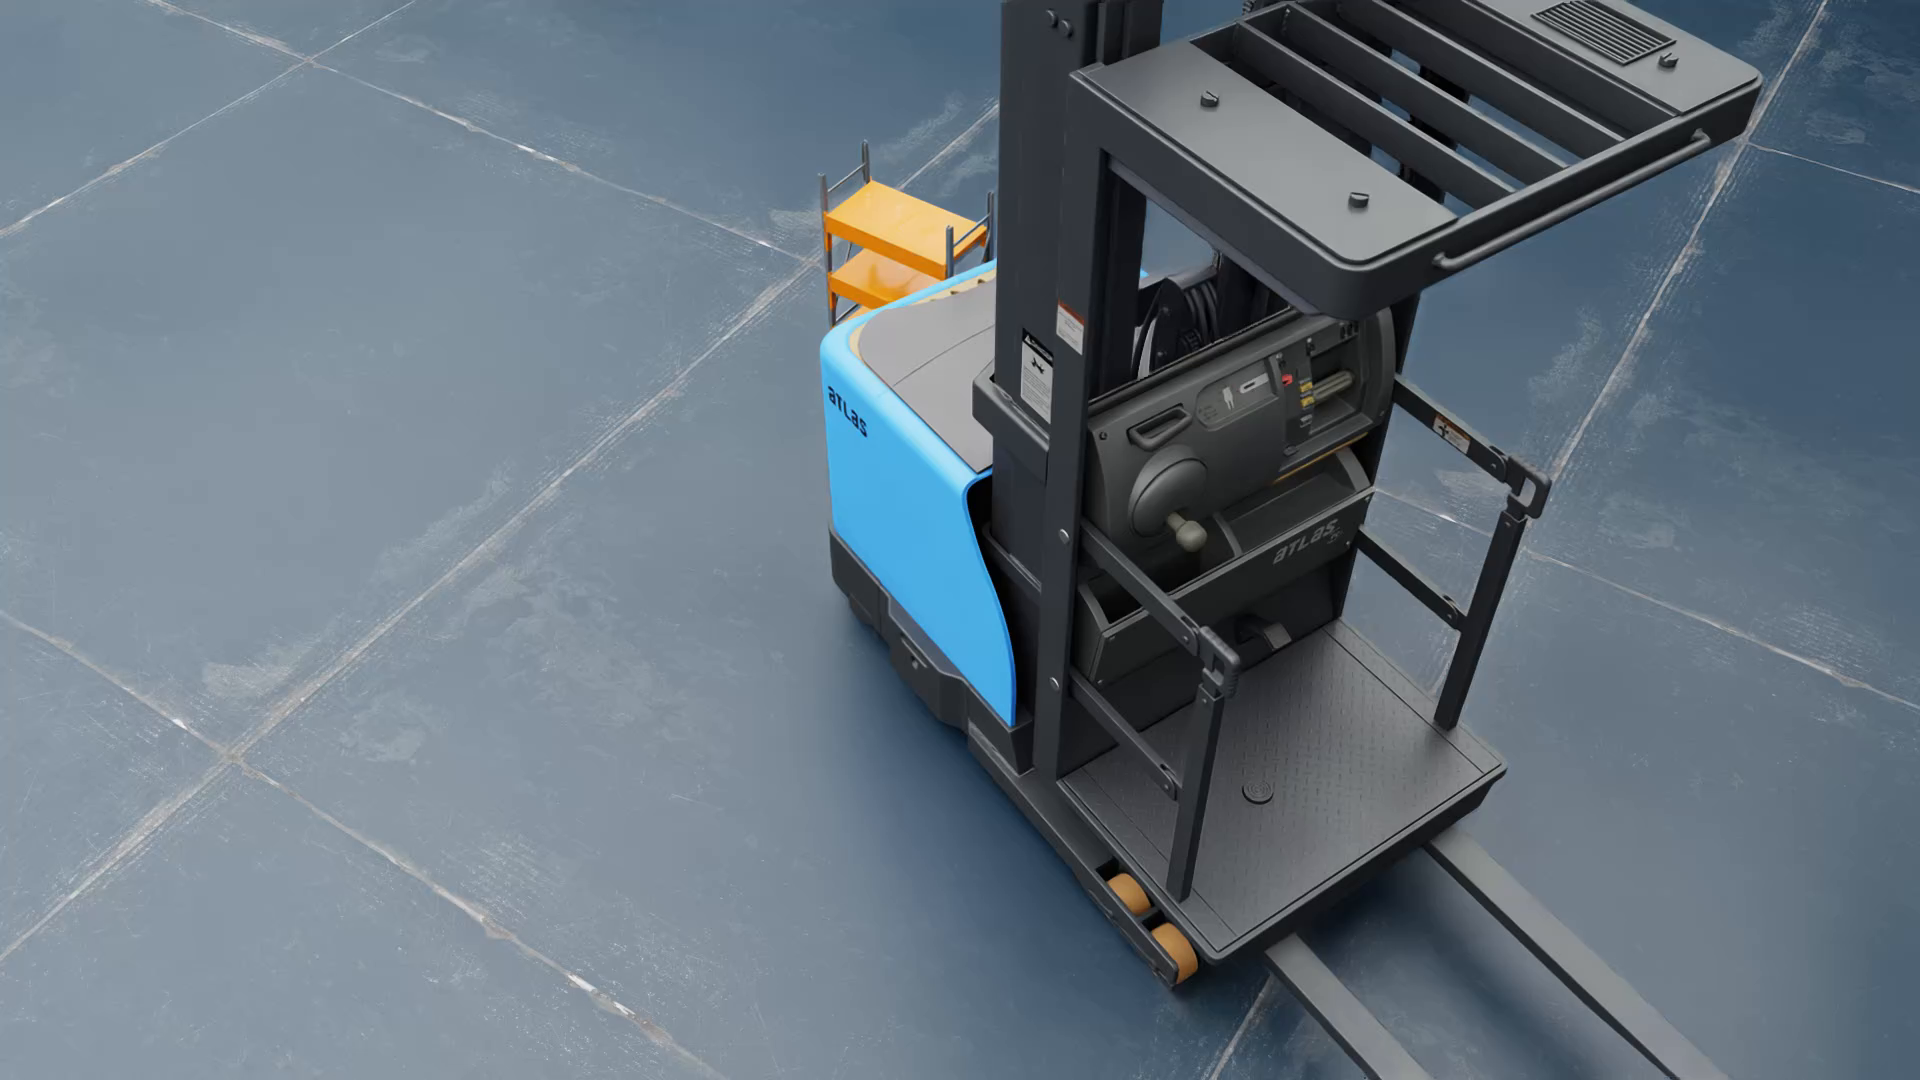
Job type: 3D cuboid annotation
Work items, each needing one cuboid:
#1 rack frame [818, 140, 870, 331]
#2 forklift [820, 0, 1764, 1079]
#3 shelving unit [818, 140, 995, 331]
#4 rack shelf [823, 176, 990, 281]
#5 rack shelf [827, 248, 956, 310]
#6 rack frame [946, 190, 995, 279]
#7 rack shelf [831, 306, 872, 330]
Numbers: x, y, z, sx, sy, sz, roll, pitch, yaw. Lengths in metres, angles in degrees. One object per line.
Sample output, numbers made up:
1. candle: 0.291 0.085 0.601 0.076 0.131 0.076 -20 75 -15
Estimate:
1. rack frame: -0.367 -0.789 5.680 0.015 1.200 0.240 27 52 24
2. forklift: 0.824 -0.205 3.905 1.130 2.935 3.031 -26 51 -23
3. shelving unit: -0.168 -0.689 5.582 0.503 1.200 0.258 27 52 24
4. rack shelf: -0.168 -0.962 5.301 0.480 0.148 0.258 27 52 24
5. rack shelf: -0.168 -0.798 5.470 0.480 0.148 0.258 27 52 24
6. rack frame: 0.032 -0.588 5.485 0.015 1.200 0.240 27 52 24
7. rack shelf: -0.168 -0.642 5.631 0.480 0.148 0.258 27 52 24
